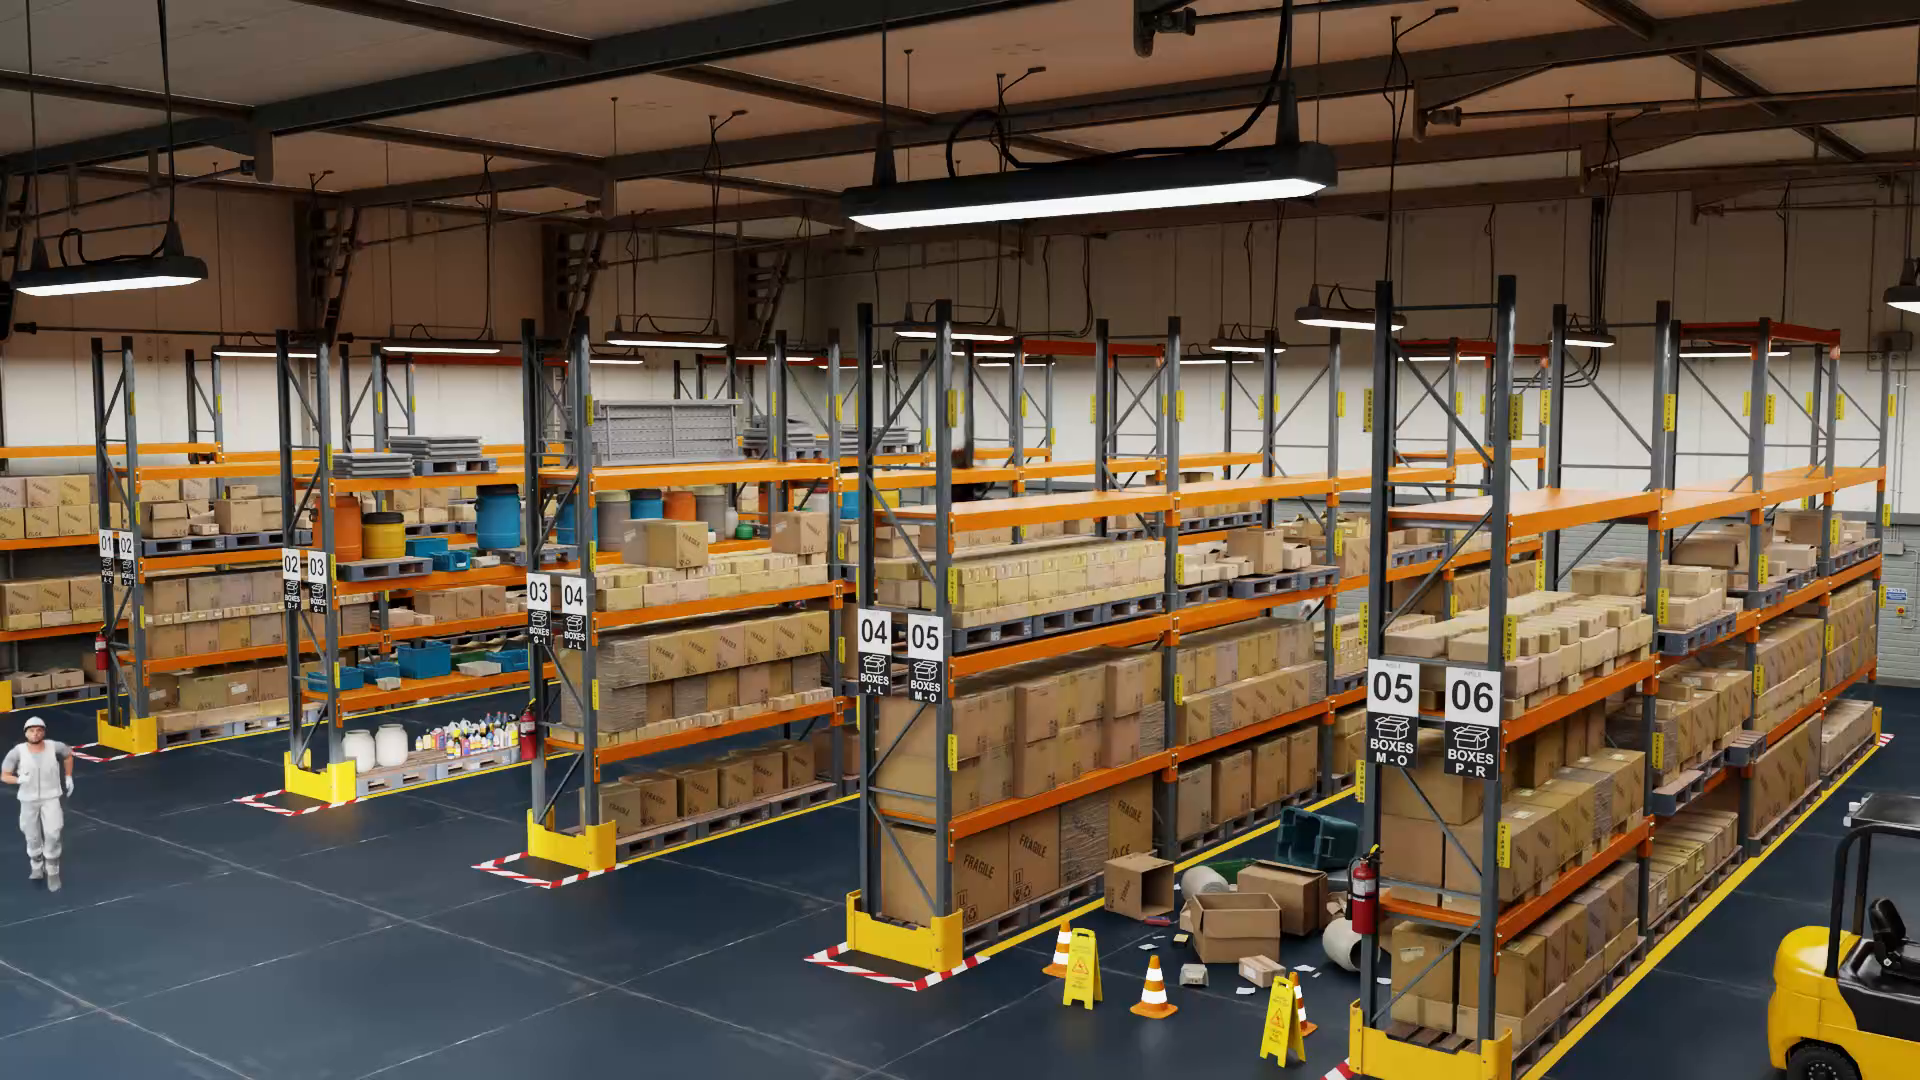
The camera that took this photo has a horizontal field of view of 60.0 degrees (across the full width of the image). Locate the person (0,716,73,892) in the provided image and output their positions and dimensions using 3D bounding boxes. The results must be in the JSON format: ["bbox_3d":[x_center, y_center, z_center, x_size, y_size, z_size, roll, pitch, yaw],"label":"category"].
[{"bbox_3d":[-9.641,2.761,17.402,0.664,1.852,0.776,-3,6,-27],"label":"person"}]

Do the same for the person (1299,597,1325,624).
[{"bbox_3d":[6.614,1.666,30.931,0.602,1.642,0.667,-1,5,-16],"label":"person"}]
